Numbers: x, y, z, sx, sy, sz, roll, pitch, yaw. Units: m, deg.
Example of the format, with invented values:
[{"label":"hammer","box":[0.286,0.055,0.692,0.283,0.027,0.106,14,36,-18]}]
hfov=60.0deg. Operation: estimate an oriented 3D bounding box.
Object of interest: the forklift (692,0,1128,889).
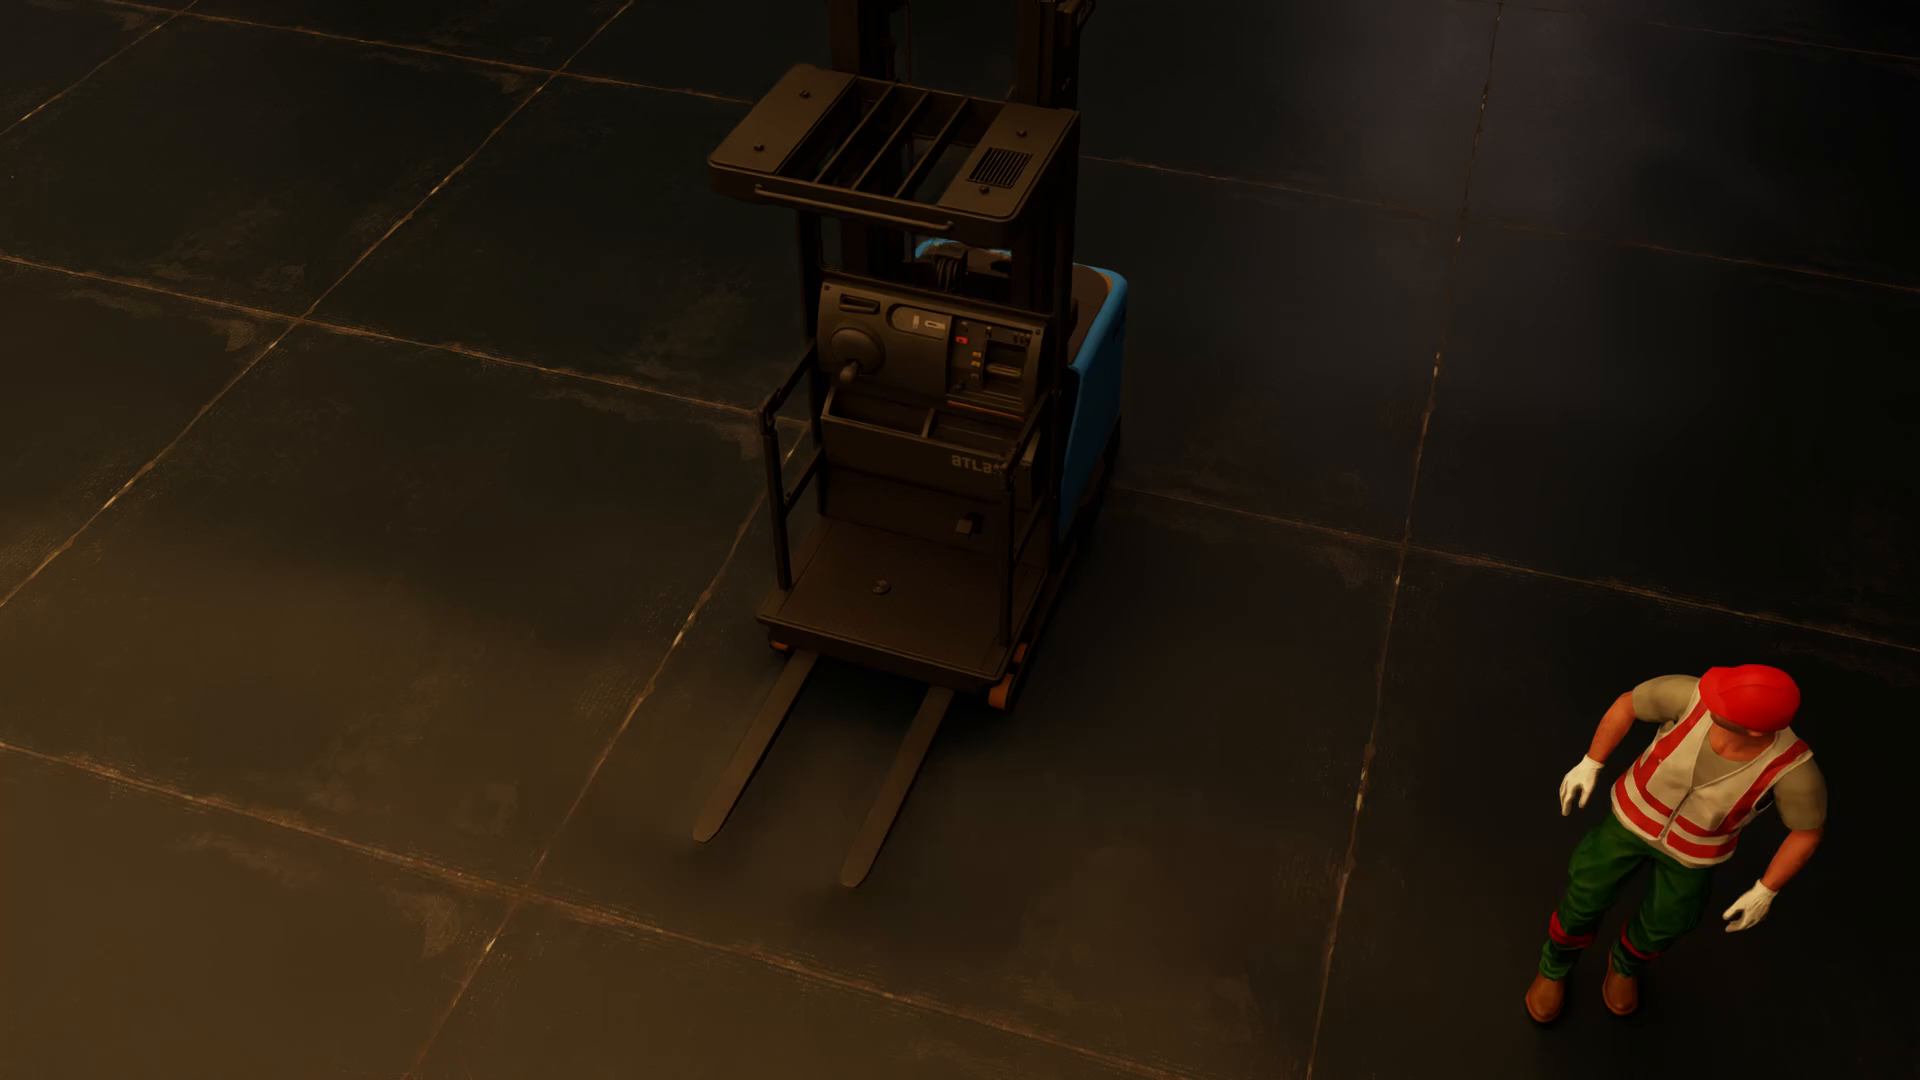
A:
[{"label":"forklift","box":[-0.193,-0.671,6.410,1.130,2.935,3.031,14,45,14]}]

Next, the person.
[{"label":"person","box":[2.324,1.015,5.458,0.757,1.761,0.506,26,49,25]}]
